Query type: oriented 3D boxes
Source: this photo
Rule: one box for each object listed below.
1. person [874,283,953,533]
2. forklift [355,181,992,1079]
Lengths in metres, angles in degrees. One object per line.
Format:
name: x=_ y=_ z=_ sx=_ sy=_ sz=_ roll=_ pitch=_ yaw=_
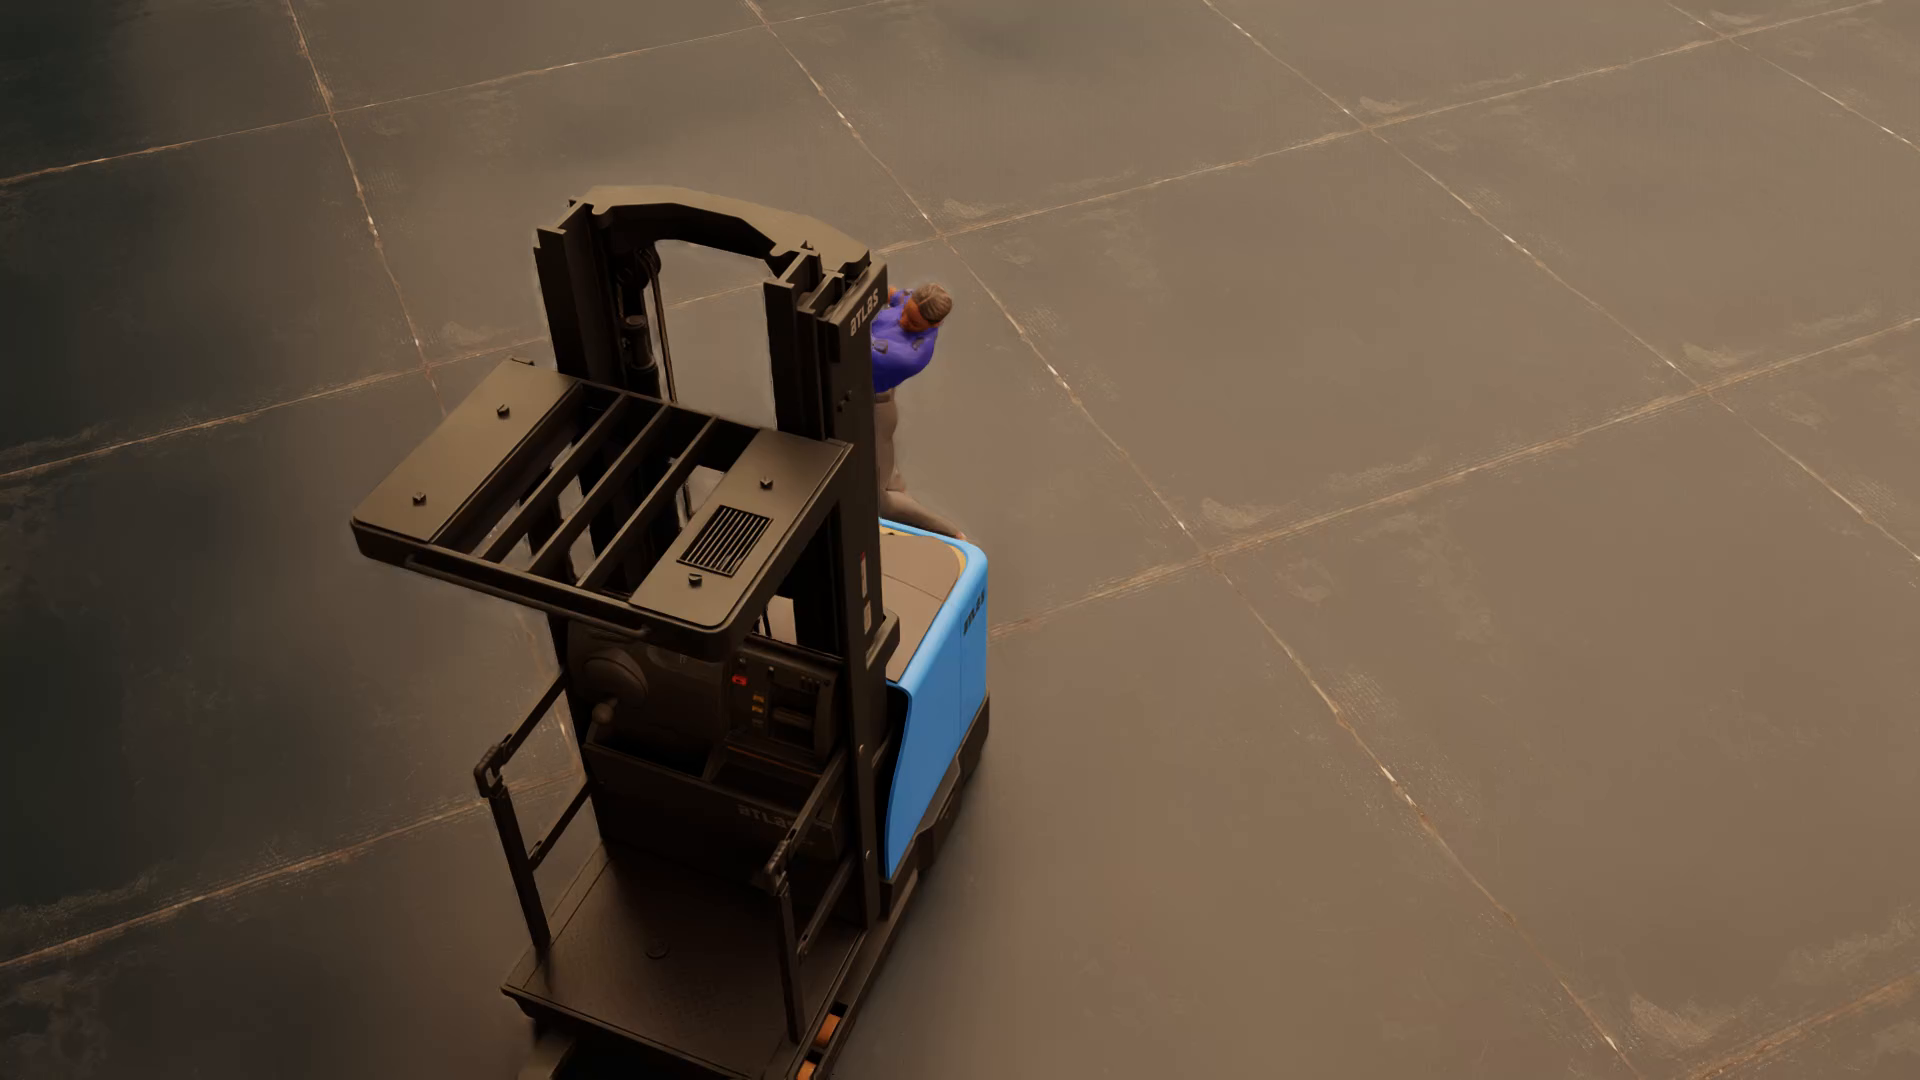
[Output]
person: x=-0.417 y=-0.720 z=7.501 sx=0.693 sy=1.479 sz=1.016 roll=-5 pitch=43 yaw=-5
forklift: x=-0.890 y=0.534 z=5.108 sx=1.130 sy=2.935 sz=3.031 roll=15 pitch=45 yaw=16
